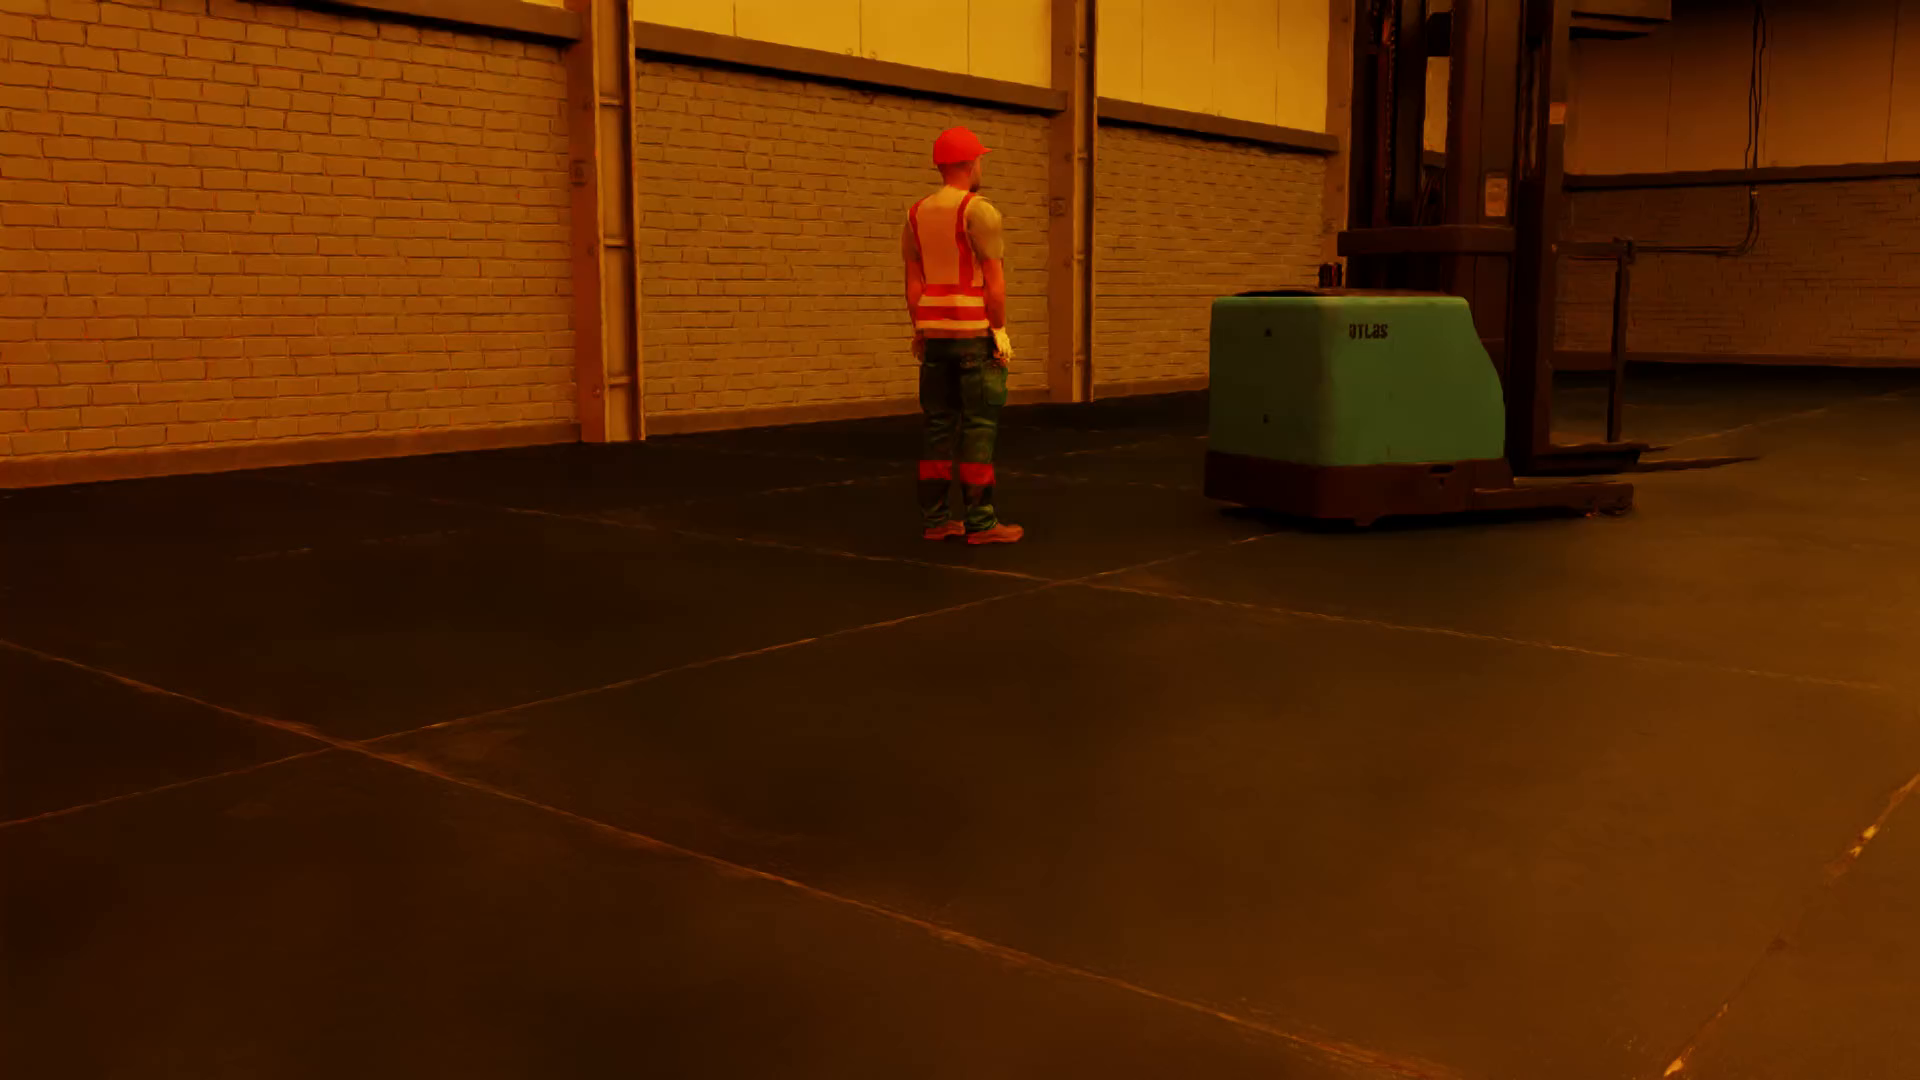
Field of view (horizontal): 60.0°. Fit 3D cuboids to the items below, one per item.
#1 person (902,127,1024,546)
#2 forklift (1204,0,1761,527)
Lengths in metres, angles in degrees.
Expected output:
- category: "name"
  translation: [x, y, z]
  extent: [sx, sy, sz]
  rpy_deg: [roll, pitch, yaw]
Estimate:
- category: "person"
  translation: [0.012, -0.889, 7.292]
  extent: [0.540, 1.795, 0.349]
  rpy_deg: [7, 11, 38]
- category: "forklift"
  translation: [2.795, -1.631, 8.426]
  extent: [3.031, 2.935, 1.130]
  rpy_deg: [-4, 9, -25]
